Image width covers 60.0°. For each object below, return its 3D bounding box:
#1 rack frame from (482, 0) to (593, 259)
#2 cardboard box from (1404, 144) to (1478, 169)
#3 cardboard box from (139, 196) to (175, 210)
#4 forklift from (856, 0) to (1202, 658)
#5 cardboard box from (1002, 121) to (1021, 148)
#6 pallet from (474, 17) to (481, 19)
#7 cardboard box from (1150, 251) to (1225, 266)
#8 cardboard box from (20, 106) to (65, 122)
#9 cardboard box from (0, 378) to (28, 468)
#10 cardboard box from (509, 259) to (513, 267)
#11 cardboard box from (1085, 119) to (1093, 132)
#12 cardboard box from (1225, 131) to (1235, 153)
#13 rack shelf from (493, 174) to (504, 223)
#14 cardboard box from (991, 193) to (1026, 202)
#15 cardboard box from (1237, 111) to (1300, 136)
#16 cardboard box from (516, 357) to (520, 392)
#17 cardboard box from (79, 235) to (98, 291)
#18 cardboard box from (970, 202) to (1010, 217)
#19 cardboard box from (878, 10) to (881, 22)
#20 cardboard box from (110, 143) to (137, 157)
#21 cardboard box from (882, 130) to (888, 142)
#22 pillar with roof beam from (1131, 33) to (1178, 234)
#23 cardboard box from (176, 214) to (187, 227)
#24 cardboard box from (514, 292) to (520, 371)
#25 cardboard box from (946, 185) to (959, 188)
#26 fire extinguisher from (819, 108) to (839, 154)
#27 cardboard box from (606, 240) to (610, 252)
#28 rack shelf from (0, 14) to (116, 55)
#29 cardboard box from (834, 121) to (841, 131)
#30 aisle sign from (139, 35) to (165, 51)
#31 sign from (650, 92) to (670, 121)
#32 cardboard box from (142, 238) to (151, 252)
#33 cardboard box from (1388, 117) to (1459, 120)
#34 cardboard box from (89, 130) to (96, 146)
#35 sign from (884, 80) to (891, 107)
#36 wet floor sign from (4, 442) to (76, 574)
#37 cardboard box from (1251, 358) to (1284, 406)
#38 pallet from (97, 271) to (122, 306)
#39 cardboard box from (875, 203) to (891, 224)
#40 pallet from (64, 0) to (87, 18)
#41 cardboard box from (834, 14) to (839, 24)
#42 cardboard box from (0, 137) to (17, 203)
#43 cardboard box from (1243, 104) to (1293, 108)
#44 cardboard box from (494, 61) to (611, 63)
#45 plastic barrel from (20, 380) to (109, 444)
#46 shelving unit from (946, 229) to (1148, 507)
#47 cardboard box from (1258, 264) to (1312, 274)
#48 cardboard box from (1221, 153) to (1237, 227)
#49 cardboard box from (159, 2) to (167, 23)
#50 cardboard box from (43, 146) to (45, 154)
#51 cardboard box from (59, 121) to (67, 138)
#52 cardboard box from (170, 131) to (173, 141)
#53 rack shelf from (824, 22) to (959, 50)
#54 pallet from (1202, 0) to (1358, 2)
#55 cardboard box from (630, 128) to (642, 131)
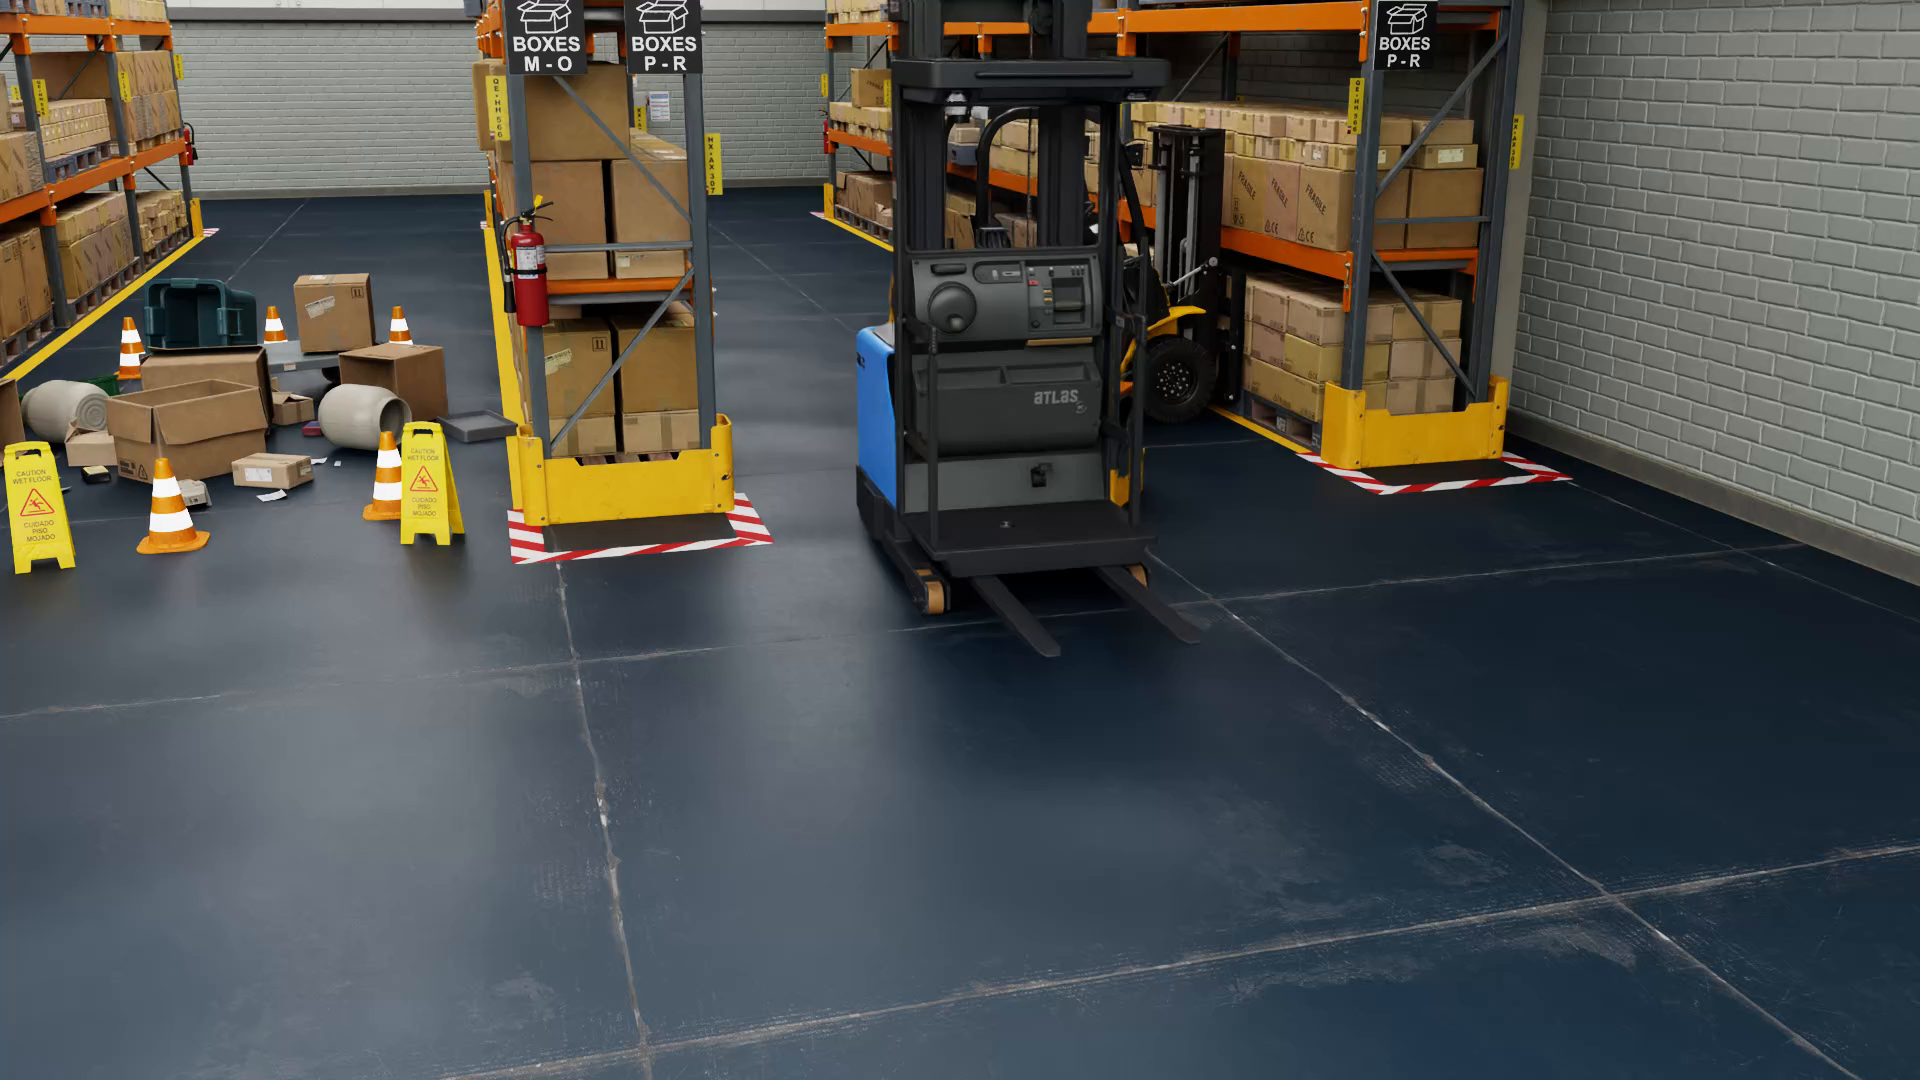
[{"bbox_3d":[-4.066,-3.794,16.370,1.000,3.000,0.127,-5,17,-15],"label":"rack frame"},{"bbox_3d":[3.061,-2.448,10.586,0.380,0.149,0.250,-5,17,-17],"label":"cardboard box"},{"bbox_3d":[-10.262,-4.300,21.245,0.380,0.149,0.250,-4,17,-13],"label":"cardboard box"},{"bbox_3d":[0.285,-1.172,7.758,1.130,2.935,3.031,-4,17,-14],"label":"forklift"},{"bbox_3d":[0.729,-4.075,16.695,0.500,0.250,0.500,-4,17,-14],"label":"cardboard box"},{"bbox_3d":[-4.604,-5.623,17.573,1.003,0.211,1.213,-4,17,-13],"label":"pallet"},{"bbox_3d":[1.767,-2.144,13.186,0.500,0.250,0.500,-5,17,-15],"label":"cardboard box"},{"bbox_3d":[-9.026,-4.174,16.307,0.380,0.149,0.250,-4,17,-13],"label":"cardboard box"},{"bbox_3d":[-6.285,-0.724,10.490,0.500,0.500,0.500,-2,17,-6],"label":"cardboard box"},{"bbox_3d":[-2.944,-1.876,11.602,0.380,0.149,0.250,-4,17,-13],"label":"cardboard box"},{"bbox_3d":[1.193,-3.721,14.824,0.380,0.149,0.250,-5,18,-17],"label":"cardboard box"},{"bbox_3d":[2.046,-2.902,12.097,0.380,0.149,0.250,-5,17,-16],"label":"cardboard box"},{"bbox_3d":[-3.516,-2.897,14.631,1.077,0.370,4.000,-5,17,-15],"label":"rack shelf"},{"bbox_3d":[0.566,-3.960,19.410,0.380,0.149,0.250,-5,17,-16],"label":"cardboard box"},{"bbox_3d":[2.156,-2.903,11.586,0.380,0.149,0.250,-4,17,-14],"label":"cardboard box"},{"bbox_3d":[-2.906,-1.241,11.918,0.500,0.250,0.500,-4,17,-12],"label":"cardboard box"},{"bbox_3d":[-8.888,-2.734,16.454,0.500,0.500,0.500,-4,17,-15],"label":"cardboard box"},{"bbox_3d":[0.327,-3.619,18.274,0.380,0.149,0.250,-6,18,-18],"label":"cardboard box"},{"bbox_3d":[-0.840,-6.755,21.447,0.380,0.149,0.250,-5,17,-15],"label":"cardboard box"},{"bbox_3d":[-9.660,-4.465,19.040,0.380,0.149,0.250,-4,17,-13],"label":"cardboard box"},{"bbox_3d":[-0.816,-5.312,21.860,0.380,0.149,0.250,-4,17,-14],"label":"cardboard box"},{"bbox_3d":[-2.208,-6.431,14.720,9.100,9.000,0.400,-5,17,-15],"label":"pillar with roof beam"},{"bbox_3d":[-10.483,-4.231,22.050,0.380,0.149,0.250,-4,17,-14],"label":"cardboard box"},{"bbox_3d":[-2.765,-1.456,11.331,0.500,0.500,0.500,-4,17,-12],"label":"cardboard box"},{"bbox_3d":[-0.230,-4.273,20.452,0.380,0.149,0.250,-5,17,-16],"label":"cardboard box"},{"bbox_3d":[-1.978,-6.189,25.125,0.296,0.674,0.183,-5,17,-15],"label":"fire extinguisher"},{"bbox_3d":[-2.099,-1.931,10.604,0.380,0.149,0.250,-4,17,-13],"label":"cardboard box"},{"bbox_3d":[-9.347,-5.020,16.487,1.077,0.370,4.000,-5,17,-15],"label":"rack shelf"},{"bbox_3d":[-1.666,-6.168,24.708,0.380,0.149,0.250,-5,17,-16],"label":"cardboard box"},{"bbox_3d":[-10.727,-6.877,22.113,0.394,0.787,0.004,-5,17,-15],"label":"aisle sign"},{"bbox_3d":[-5.358,-7.742,29.676,0.329,0.494,0.001,-5,17,-15],"label":"sign"},{"bbox_3d":[-9.688,-3.443,19.427,0.380,0.149,0.250,-5,18,-18],"label":"cardboard box"},{"bbox_3d":[3.005,-2.664,10.789,0.380,0.149,0.250,-4,17,-13],"label":"cardboard box"},{"bbox_3d":[-9.390,-4.258,17.619,0.380,0.149,0.250,-6,18,-18],"label":"cardboard box"},{"bbox_3d":[-0.913,-5.664,21.089,0.100,0.325,0.005,-5,17,-15],"label":"sign"},{"bbox_3d":[-4.687,-0.183,8.440,0.267,0.644,0.232,-8,18,-25],"label":"wet floor sign"},{"bbox_3d":[2.344,-1.102,11.458,0.500,0.250,0.500,-5,17,-15],"label":"cardboard box"},{"bbox_3d":[-9.342,-2.593,17.216,1.003,0.211,1.213,-5,17,-15],"label":"pallet"},{"bbox_3d":[-0.927,-4.416,22.460,0.396,0.266,0.258,-4,17,-13],"label":"cardboard box"},{"bbox_3d":[-9.541,-5.362,16.702,1.213,0.211,1.003,-5,17,-15],"label":"pallet"},{"bbox_3d":[-1.629,-7.610,24.296,0.380,0.149,0.250,-4,17,-14],"label":"cardboard box"},{"bbox_3d":[-8.142,-3.043,13.695,0.500,0.500,0.500,-5,17,-16],"label":"cardboard box"},{"bbox_3d":[2.427,-3.309,12.935,0.380,0.149,0.250,-5,17,-16],"label":"cardboard box"},{"bbox_3d":[-2.592,-2.797,10.621,0.700,0.500,0.500,-5,17,-16],"label":"cardboard box"},{"bbox_3d":[-5.911,-0.842,11.020,0.512,0.421,0.421,7,18,23],"label":"plastic barrel"},{"bbox_3d":[0.489,-1.008,9.702,1.083,1.500,0.587,7,18,22],"label":"shelving unit"},{"bbox_3d":[2.552,-1.905,12.393,0.500,0.250,0.500,-5,17,-16],"label":"cardboard box"},{"bbox_3d":[2.093,-2.562,12.094,0.500,0.500,0.500,-5,17,-15],"label":"cardboard box"},{"bbox_3d":[-10.617,-6.848,21.581,0.500,0.250,0.500,-5,17,-16],"label":"cardboard box"},{"bbox_3d":[-8.726,-3.596,15.415,0.380,0.149,0.250,-5,17,-16],"label":"cardboard box"},{"bbox_3d":[-9.027,-4.035,16.361,0.380,0.149,0.250,-5,17,-15],"label":"cardboard box"},{"bbox_3d":[-10.602,-5.328,21.912,0.380,0.149,0.250,-5,17,-15],"label":"cardboard box"},{"bbox_3d":[-0.943,-6.940,22.877,1.077,0.370,4.000,-5,17,-15],"label":"rack shelf"},{"bbox_3d":[2.396,-3.905,11.677,1.003,0.211,1.213,-5,17,-15],"label":"pallet"},{"bbox_3d":[-2.605,-2.775,12.285,0.500,0.500,0.500,-5,17,-17],"label":"cardboard box"}]
